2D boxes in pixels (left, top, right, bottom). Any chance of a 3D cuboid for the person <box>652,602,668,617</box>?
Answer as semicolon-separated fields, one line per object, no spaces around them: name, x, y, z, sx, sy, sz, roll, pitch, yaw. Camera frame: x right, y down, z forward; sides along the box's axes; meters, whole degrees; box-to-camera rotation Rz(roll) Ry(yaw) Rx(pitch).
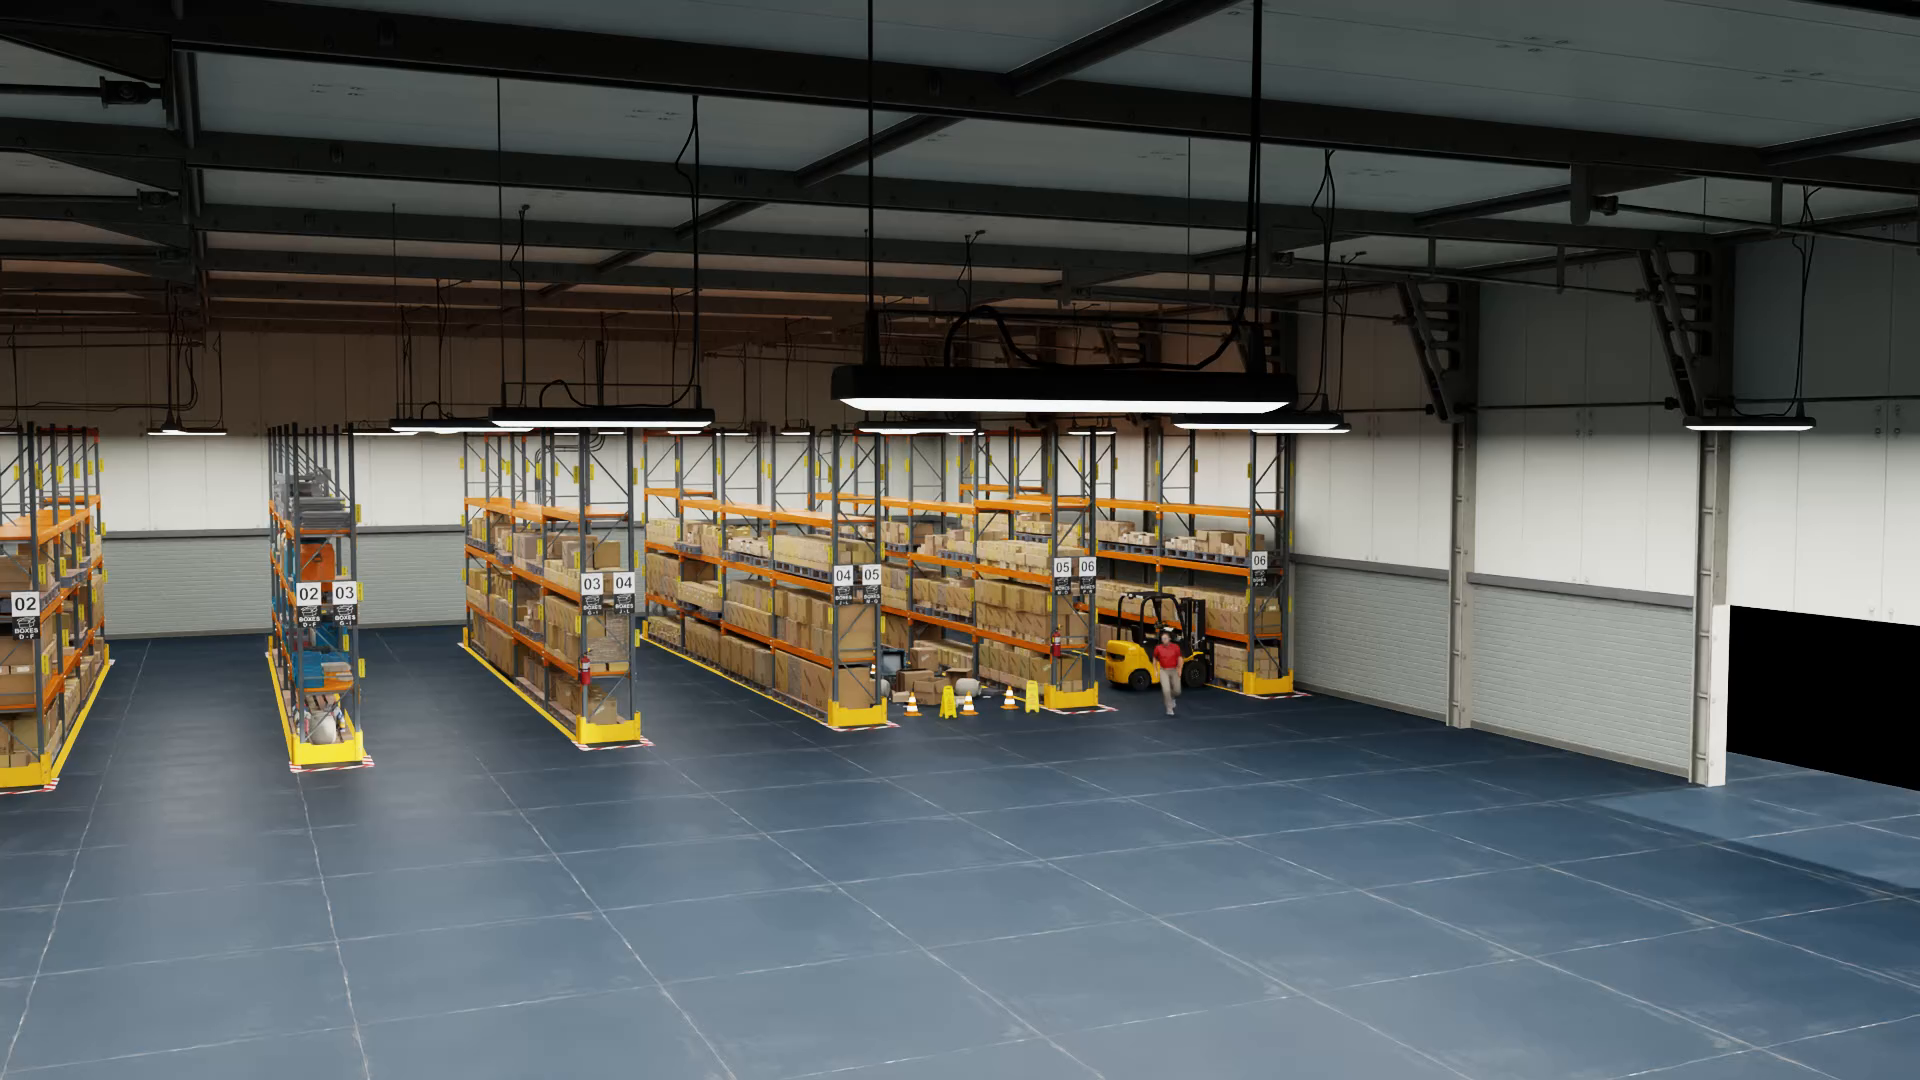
person;-9.172;1.815;50.880;0.524;1.721;0.594;1;4;15

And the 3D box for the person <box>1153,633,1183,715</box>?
person;4.336;2.767;34.651;0.589;1.698;0.639;0;3;-2
